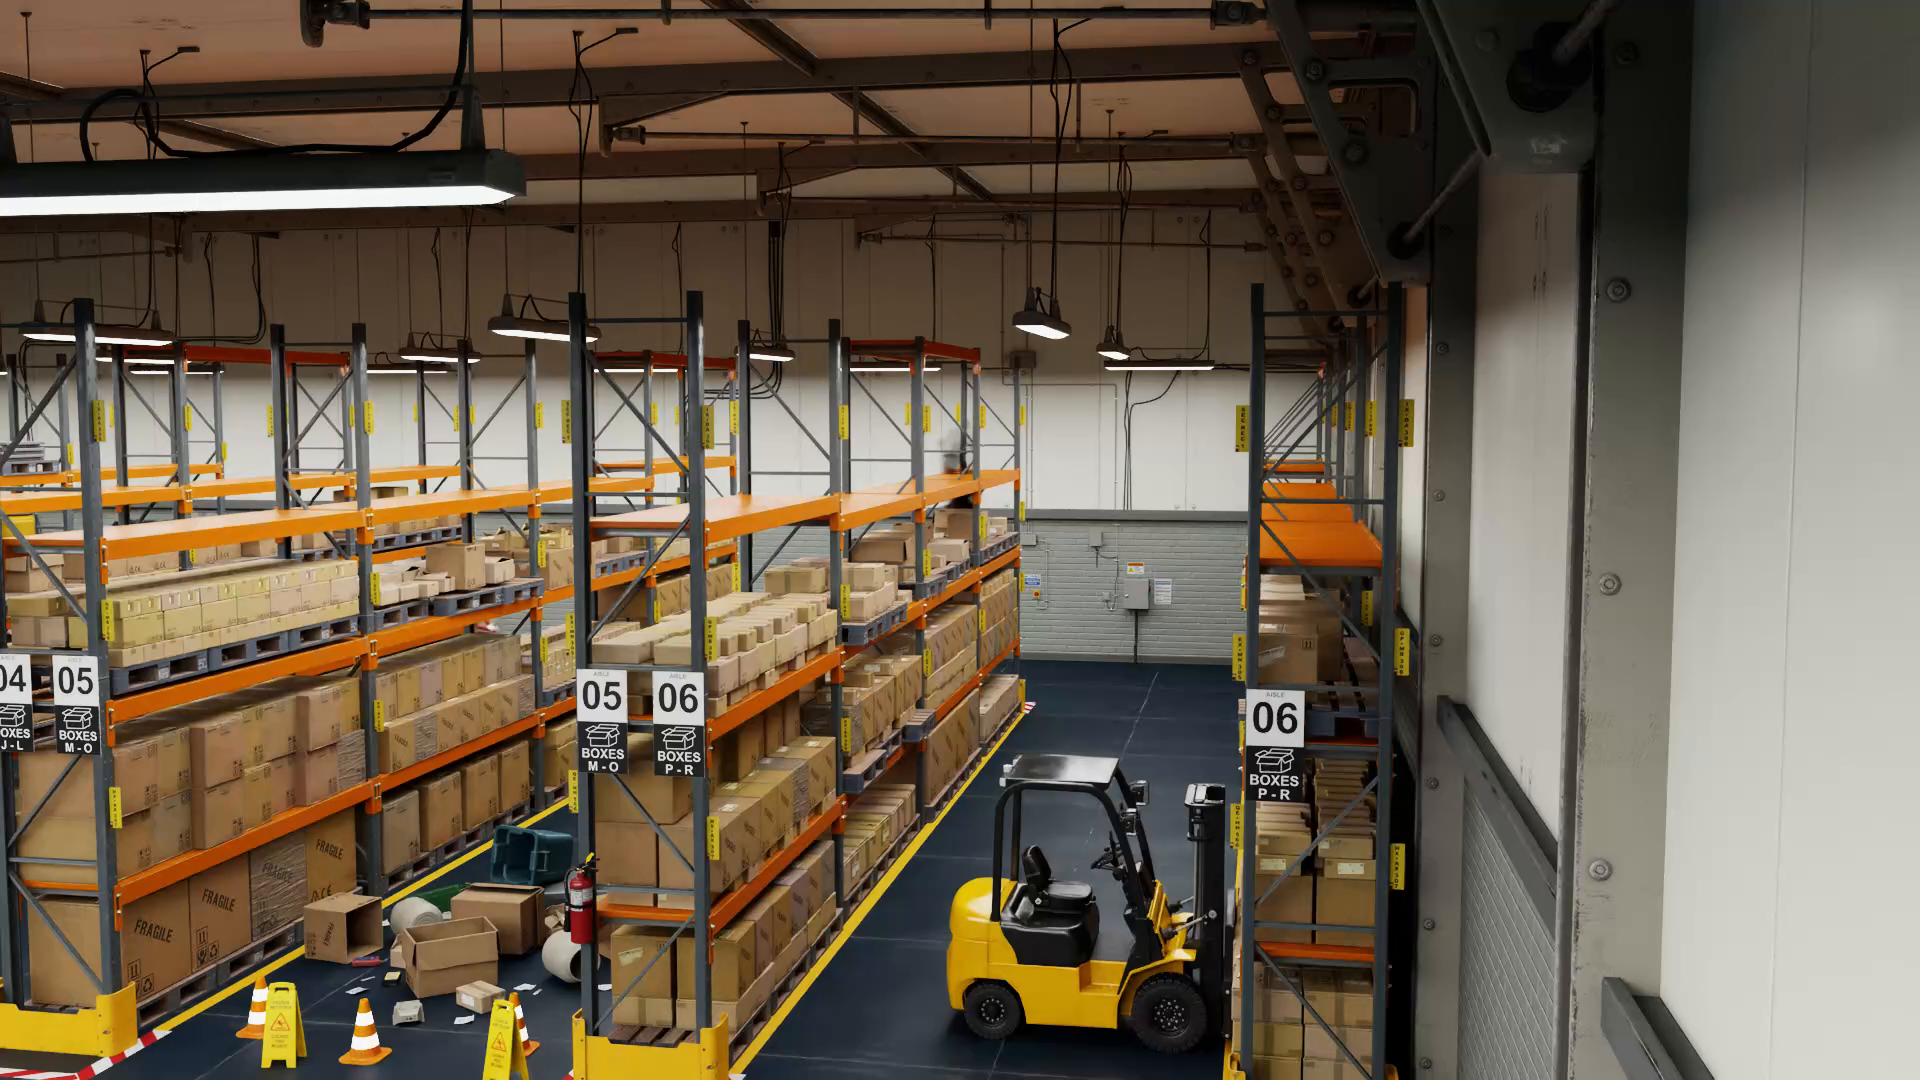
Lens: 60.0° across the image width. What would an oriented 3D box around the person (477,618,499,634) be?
[{"bbox_3d":[-8.830,1.809,30.951,0.907,1.804,0.707,1,5,16],"label":"person"}]
